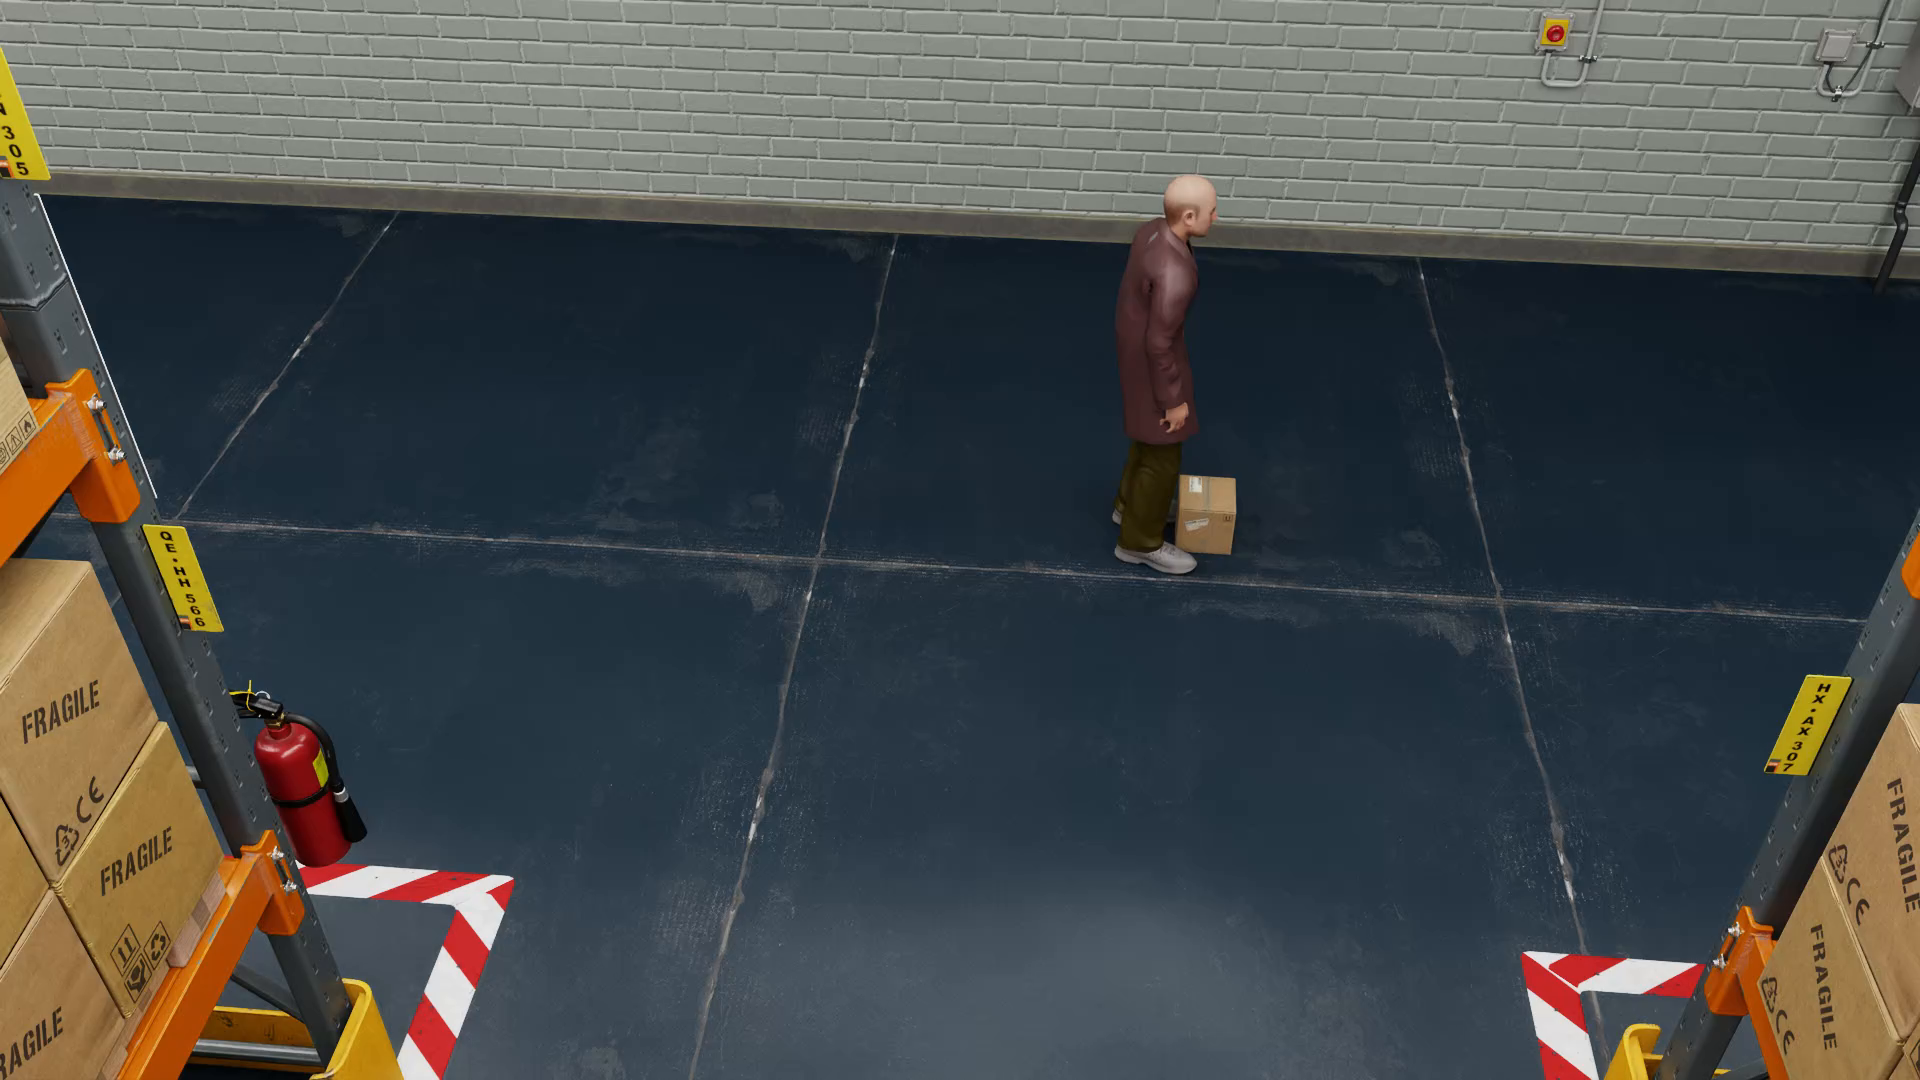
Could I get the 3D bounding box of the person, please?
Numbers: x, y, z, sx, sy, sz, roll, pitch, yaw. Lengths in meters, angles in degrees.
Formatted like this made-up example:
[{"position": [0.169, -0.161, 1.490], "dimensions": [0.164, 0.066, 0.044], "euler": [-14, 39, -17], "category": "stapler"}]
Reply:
[{"position": [0.857, -0.695, 7.061], "dimensions": [0.428, 1.708, 0.651], "euler": [1, 40, 1], "category": "person"}]
